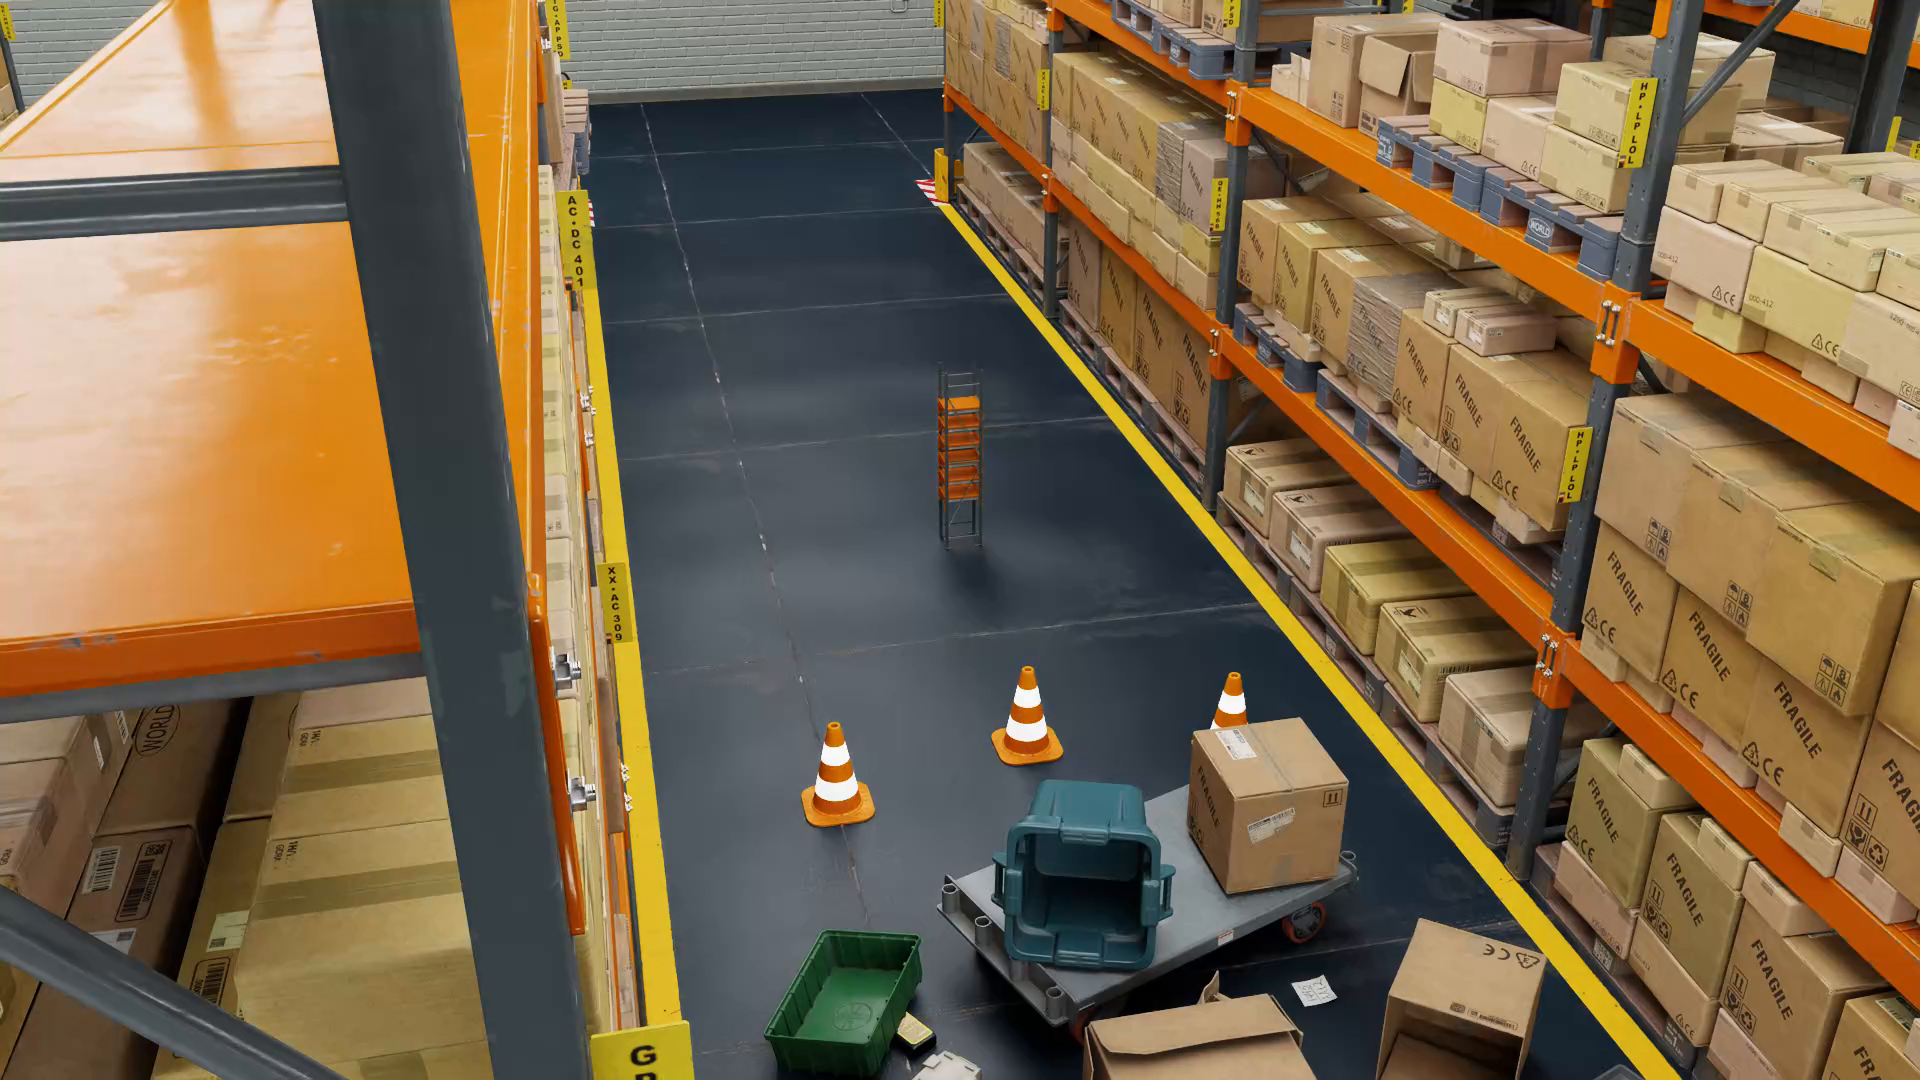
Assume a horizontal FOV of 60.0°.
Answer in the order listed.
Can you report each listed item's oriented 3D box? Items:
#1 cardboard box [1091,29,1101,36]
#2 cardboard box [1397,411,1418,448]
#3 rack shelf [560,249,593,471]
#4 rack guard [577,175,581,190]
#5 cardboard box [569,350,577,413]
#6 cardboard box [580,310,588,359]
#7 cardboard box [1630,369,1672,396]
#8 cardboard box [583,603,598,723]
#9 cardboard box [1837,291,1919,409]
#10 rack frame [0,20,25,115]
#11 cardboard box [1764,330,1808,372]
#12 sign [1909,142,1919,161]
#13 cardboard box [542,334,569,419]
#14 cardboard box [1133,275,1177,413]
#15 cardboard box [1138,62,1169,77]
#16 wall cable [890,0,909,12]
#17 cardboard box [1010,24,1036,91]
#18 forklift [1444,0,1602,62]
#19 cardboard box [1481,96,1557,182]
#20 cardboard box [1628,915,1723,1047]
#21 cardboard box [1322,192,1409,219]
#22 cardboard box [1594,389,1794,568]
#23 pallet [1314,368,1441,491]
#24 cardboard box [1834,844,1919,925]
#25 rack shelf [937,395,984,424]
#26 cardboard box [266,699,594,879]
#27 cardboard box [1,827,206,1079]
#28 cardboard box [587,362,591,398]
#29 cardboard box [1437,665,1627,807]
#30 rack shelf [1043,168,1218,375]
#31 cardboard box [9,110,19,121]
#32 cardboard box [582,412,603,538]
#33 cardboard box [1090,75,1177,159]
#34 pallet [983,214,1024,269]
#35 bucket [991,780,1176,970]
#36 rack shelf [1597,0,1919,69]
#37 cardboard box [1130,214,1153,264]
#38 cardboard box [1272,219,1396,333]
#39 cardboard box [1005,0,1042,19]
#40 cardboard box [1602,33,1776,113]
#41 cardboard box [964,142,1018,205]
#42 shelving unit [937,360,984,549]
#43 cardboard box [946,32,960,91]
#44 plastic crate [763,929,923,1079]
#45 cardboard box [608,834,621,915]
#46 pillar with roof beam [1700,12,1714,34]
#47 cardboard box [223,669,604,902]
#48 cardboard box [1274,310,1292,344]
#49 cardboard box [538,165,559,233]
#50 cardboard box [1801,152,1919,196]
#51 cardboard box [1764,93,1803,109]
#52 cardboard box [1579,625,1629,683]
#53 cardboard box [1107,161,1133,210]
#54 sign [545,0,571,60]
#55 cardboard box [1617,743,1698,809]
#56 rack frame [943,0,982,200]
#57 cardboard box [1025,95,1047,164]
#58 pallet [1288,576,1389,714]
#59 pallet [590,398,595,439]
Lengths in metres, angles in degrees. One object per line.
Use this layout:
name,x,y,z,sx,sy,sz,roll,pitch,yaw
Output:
cardboard box,1.336,-4.411,14.220,0.380,0.149,0.250,-6,27,-11
cardboard box,2.430,-0.565,8.353,0.380,0.149,0.250,-6,27,-12
rack shelf,-2.220,-1.191,7.251,1.077,0.370,4.000,-6,27,-12
rack guard,-4.456,-3.414,16.960,1.175,0.500,0.348,-6,27,-12
cardboard box,-1.259,-0.403,4.593,0.380,0.149,0.250,-6,27,-11
cardboard box,-2.922,-1.455,11.780,0.500,0.250,0.500,-7,28,-14
cardboard box,3.204,-0.442,7.390,0.500,0.500,0.500,-5,27,-10
cardboard box,-0.917,0.264,3.270,0.380,0.149,0.250,-6,27,-12
cardboard box,3.089,-0.580,5.077,0.500,0.250,0.500,-6,27,-11
rack frame,-9.329,-4.104,15.553,1.000,3.000,0.127,-6,27,-12
cardboard box,3.030,-0.690,5.737,0.380,0.149,0.250,-6,27,-12
sign,6.438,-2.527,11.230,0.100,0.325,0.005,-6,27,-12
cardboard box,-1.034,-0.316,3.534,0.380,0.149,0.250,-6,27,-11
cardboard box,1.858,-1.541,12.366,0.875,0.875,0.875,-6,27,-11
cardboard box,1.697,-3.449,13.033,0.500,0.500,0.500,-5,27,-11
wall cable,-0.967,-8.051,22.210,0.585,1.953,0.123,-6,27,-12
cardboard box,0.746,-4.248,14.617,0.500,0.500,0.500,-6,27,-12
forklift,4.207,-2.465,12.381,1.130,2.935,3.031,-6,27,-12
cardboard box,2.649,-1.767,7.292,0.500,0.250,0.500,-6,27,-11
cardboard box,3.032,1.717,6.605,0.500,0.250,0.500,-4,27,-9
cardboard box,2.503,-1.792,10.065,0.500,0.500,0.500,-7,28,-13
cardboard box,2.919,-0.251,6.368,0.700,0.500,0.500,-6,27,-12
pallet,2.615,-0.648,8.918,1.003,0.211,1.213,-6,27,-12
cardboard box,3.152,1.111,5.499,0.380,0.149,0.250,-6,27,-12
rack shelf,0.003,-0.811,10.325,0.258,0.103,0.180,-6,27,-12
cardboard box,-0.688,0.356,2.203,0.380,0.149,0.250,-6,27,-11
cardboard box,-1.250,0.637,2.090,0.500,0.250,0.500,-6,27,-11
cardboard box,-3.045,-1.355,12.413,0.500,0.500,0.500,-7,28,-13
cardboard box,2.910,0.913,8.062,0.950,0.372,0.625,-6,27,-11
rack shelf,1.679,-2.155,12.490,1.077,0.370,4.000,-6,27,-12
cardboard box,-8.928,-3.869,15.366,0.380,0.149,0.250,-5,27,-11
cardboard box,-1.964,-0.263,7.830,0.500,0.500,0.500,-6,27,-11
cardboard box,1.299,-3.182,12.505,0.500,0.500,0.500,-7,28,-13
pallet,0.854,-2.988,16.436,1.003,0.211,1.213,-6,27,-12
bucket,0.508,1.313,6.766,0.726,0.611,0.620,3,17,6
rack shelf,6.514,-4.000,12.816,1.077,0.370,4.000,-6,27,-12
cardboard box,1.534,-2.173,11.892,0.500,0.250,0.500,-6,27,-12
cardboard box,2.130,-1.514,9.514,0.500,0.500,0.500,-5,27,-9
cardboard box,0.622,-4.806,15.002,0.380,0.149,0.250,-7,28,-13
cardboard box,3.167,-2.040,7.280,0.500,0.250,0.500,-7,28,-13
cardboard box,0.573,-3.875,17.475,0.875,0.438,0.875,-7,28,-13
shelving unit,0.003,-0.529,10.467,0.258,1.200,0.189,-6,27,-12
cardboard box,0.155,-4.915,17.049,0.500,0.500,0.500,-6,27,-12
plastic crate,-0.454,1.877,6.758,0.450,0.188,0.662,-2,25,20
cardboard box,-1.528,1.037,5.199,0.875,0.550,0.550,-6,27,-12
pillar with roof beam,2.590,-6.498,13.638,9.100,9.000,0.400,-6,27,-12
cardboard box,-0.842,0.363,2.633,0.500,0.250,0.500,-6,27,-12
cardboard box,2.069,-1.260,9.730,0.380,0.149,0.250,-8,28,-15
cardboard box,-1.376,-0.982,4.855,0.380,0.149,0.250,-6,27,-12
cardboard box,3.315,-1.309,6.078,0.380,0.149,0.250,-5,27,-11
cardboard box,6.248,-3.285,13.353,0.700,0.500,0.500,-6,27,-12
cardboard box,2.789,0.440,6.827,0.380,0.149,0.250,-6,27,-12
cardboard box,1.401,-2.617,12.217,0.500,0.250,0.500,-7,28,-13
sign,-2.128,-2.710,8.799,0.100,0.325,0.005,-6,27,-12
cardboard box,2.870,0.921,6.631,0.380,0.149,0.250,-6,27,-11
rack frame,0.326,-5.111,17.546,1.000,3.000,0.127,-6,27,-12
cardboard box,0.874,-3.577,14.397,0.500,0.500,0.500,-6,27,-11
pallet,2.575,0.524,9.478,1.003,0.211,1.213,-6,27,-12
pallet,-3.117,-0.684,11.872,1.003,0.211,1.213,-6,27,-12
